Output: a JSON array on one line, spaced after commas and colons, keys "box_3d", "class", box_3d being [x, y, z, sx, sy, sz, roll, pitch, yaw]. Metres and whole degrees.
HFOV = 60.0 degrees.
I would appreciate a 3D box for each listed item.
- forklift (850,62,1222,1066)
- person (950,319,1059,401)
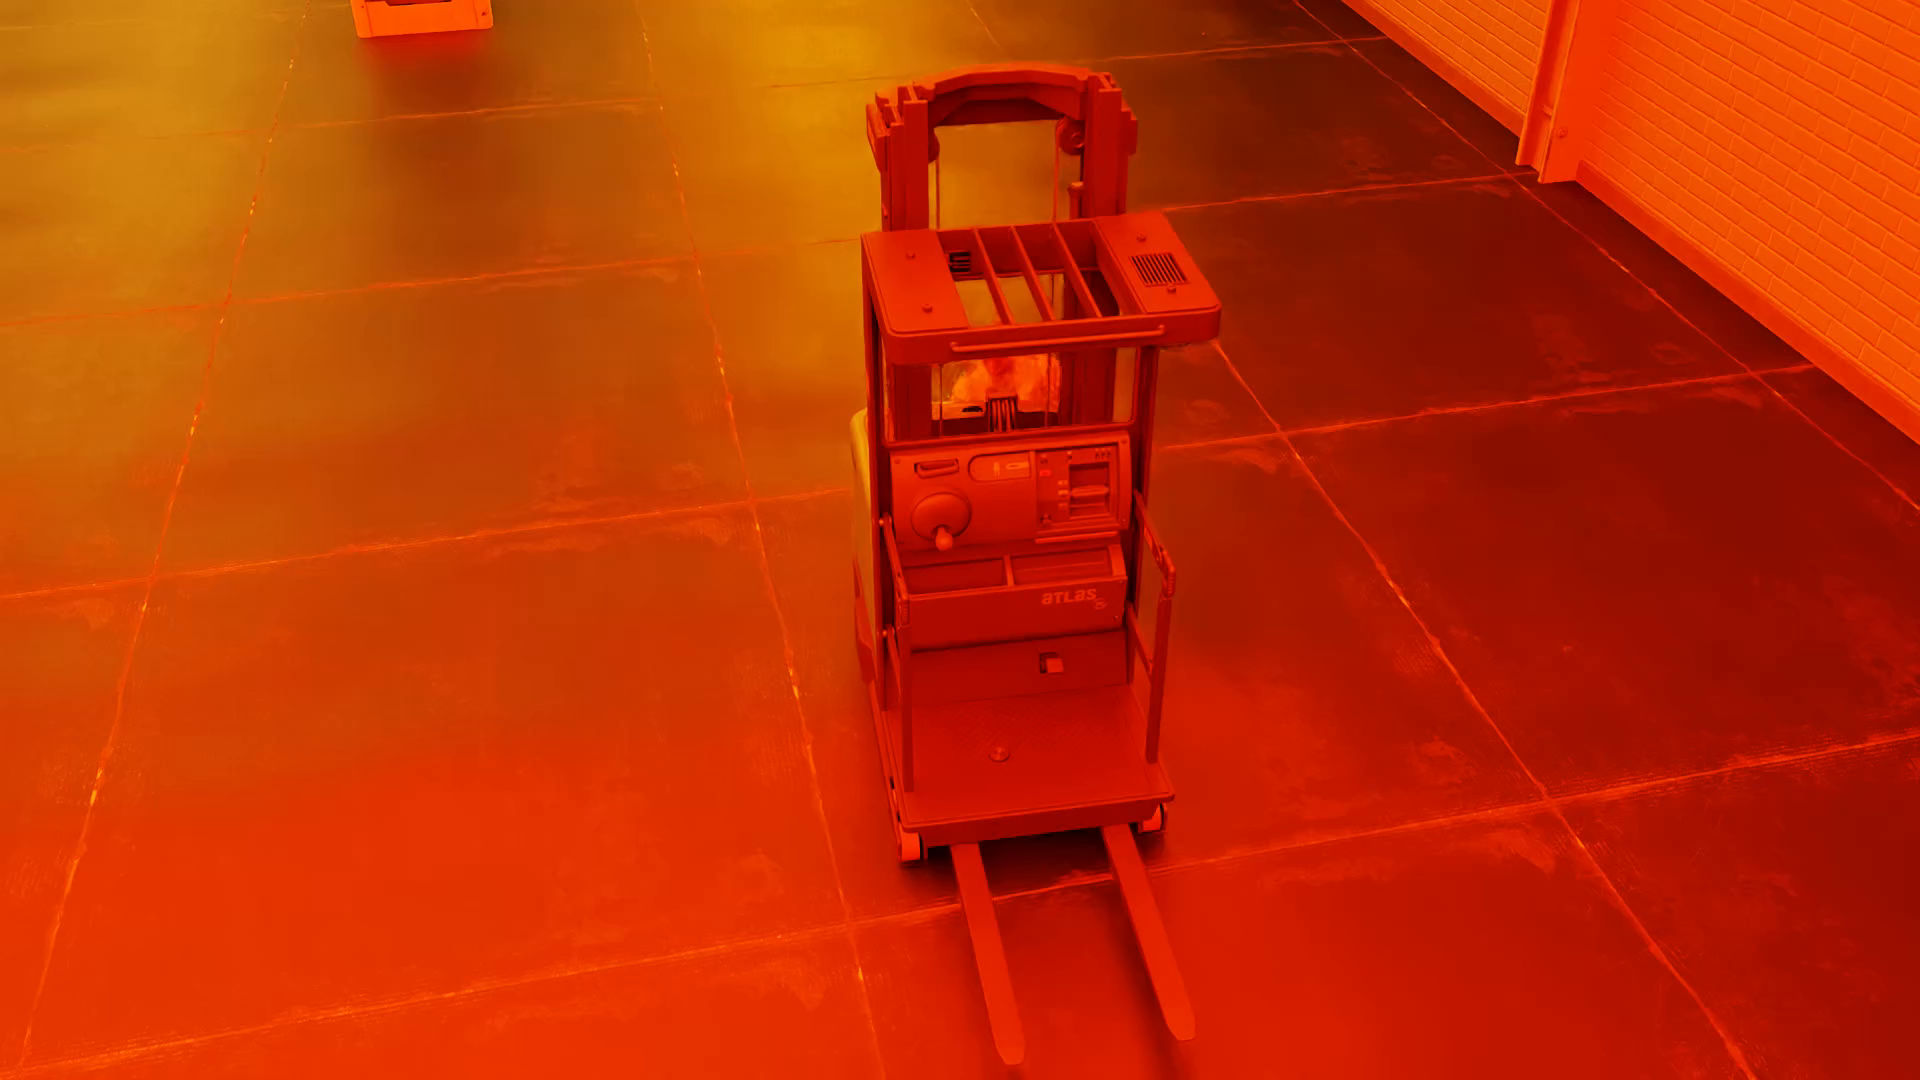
[{"box_3d": [0.238, -0.117, 6.213, 1.130, 2.935, 3.031, -6, 36, -8], "class": "forklift"}, {"box_3d": [0.182, -0.293, 7.718, 0.840, 1.454, 0.720, 3, 36, 5], "class": "person"}]
